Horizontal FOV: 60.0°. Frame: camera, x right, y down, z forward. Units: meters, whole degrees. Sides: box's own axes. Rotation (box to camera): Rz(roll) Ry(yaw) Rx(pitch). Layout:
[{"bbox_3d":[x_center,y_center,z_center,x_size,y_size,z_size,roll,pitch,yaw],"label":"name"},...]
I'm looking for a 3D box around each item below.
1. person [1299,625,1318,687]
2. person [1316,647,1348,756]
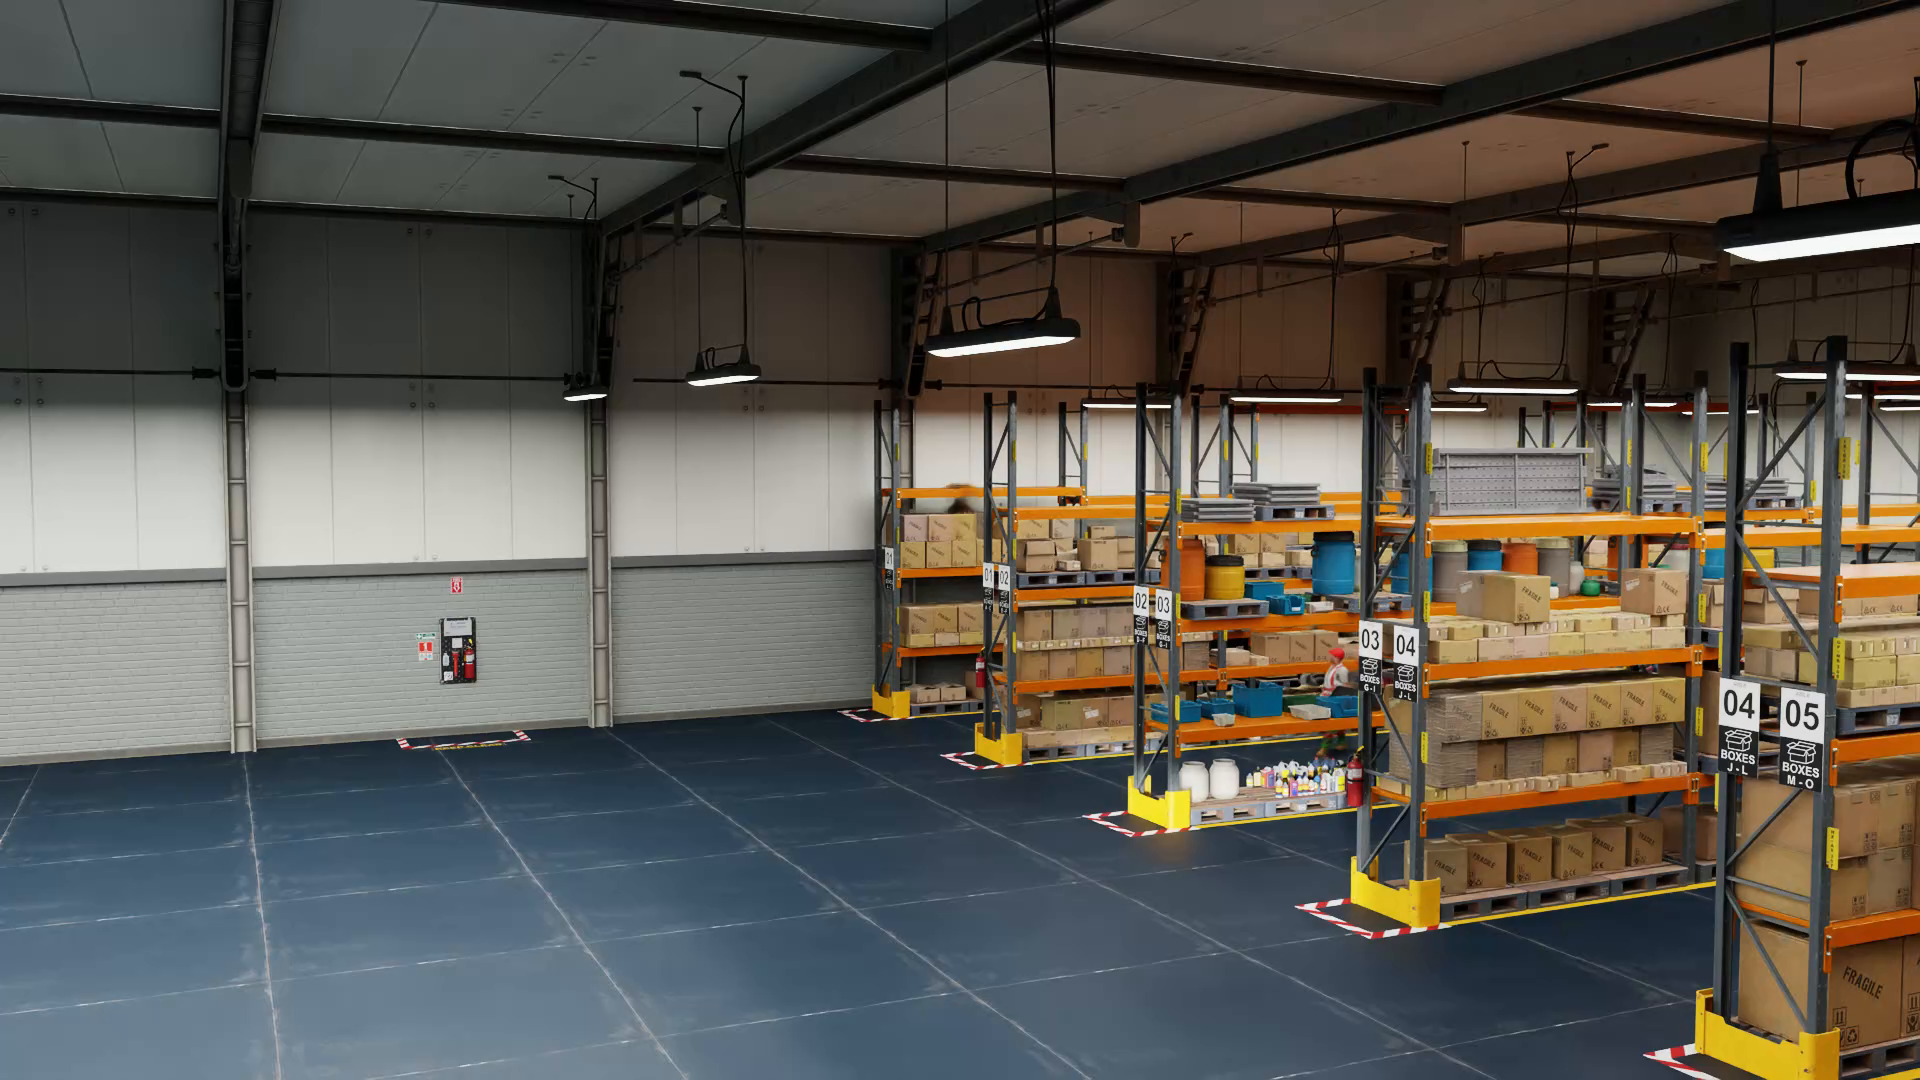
[{"bbox_3d":[6.925,2.392,33.297,0.959,1.641,0.544,-2,4,-30],"label":"person"},{"bbox_3d":[6.127,2.651,27.571,0.942,1.738,0.648,-2,4,-33],"label":"person"}]
